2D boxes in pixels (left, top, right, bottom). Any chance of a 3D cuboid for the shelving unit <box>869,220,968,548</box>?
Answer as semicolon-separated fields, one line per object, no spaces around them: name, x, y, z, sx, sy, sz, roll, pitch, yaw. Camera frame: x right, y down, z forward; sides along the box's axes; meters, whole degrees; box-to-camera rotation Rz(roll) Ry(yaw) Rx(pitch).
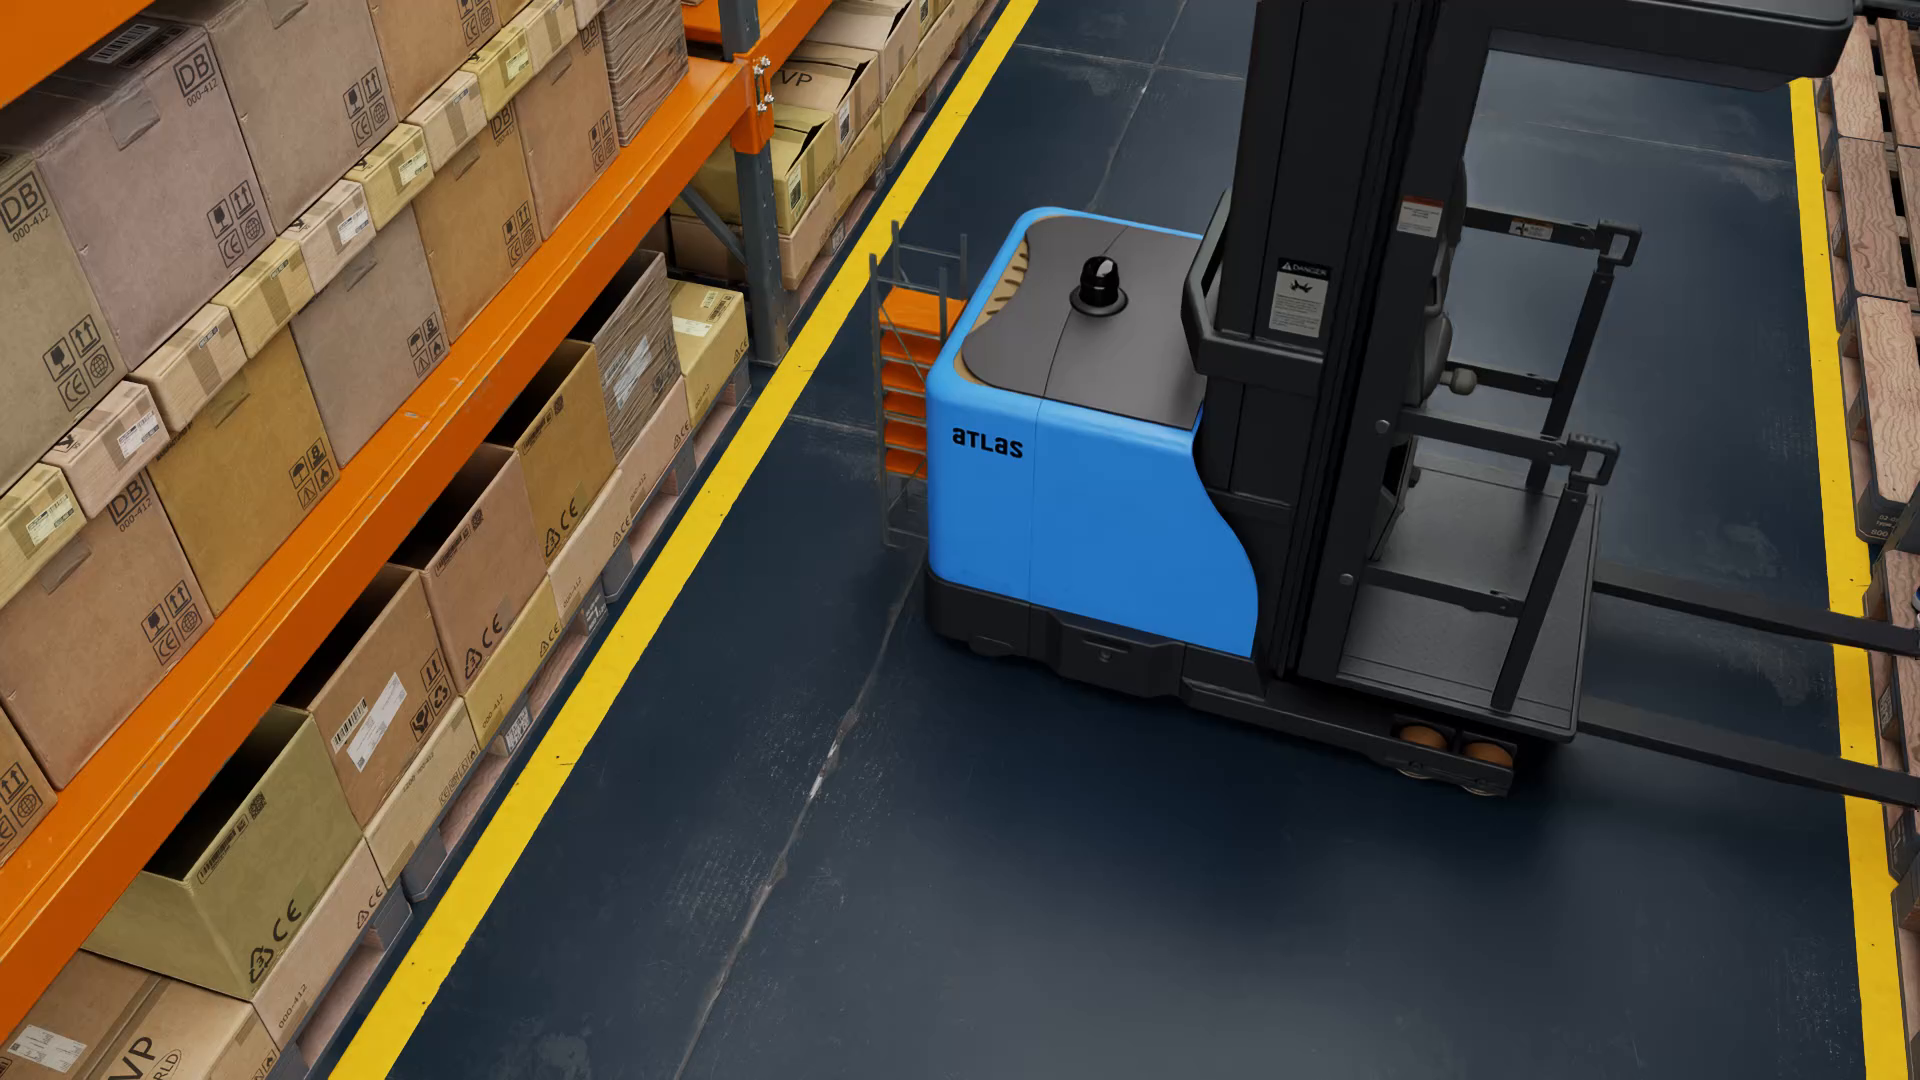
shelving unit;-0.122;-0.448;5.349;0.258;1.200;0.189;14;46;14

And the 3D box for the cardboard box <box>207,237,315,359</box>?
cardboard box;-1.662;-0.559;3.641;0.380;0.149;0.250;12;46;12

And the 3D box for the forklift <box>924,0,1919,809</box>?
forklift;1.460;-0.706;4.375;3.031;2.935;1.130;14;46;14

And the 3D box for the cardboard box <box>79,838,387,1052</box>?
cardboard box;-1.852;0.972;4.278;0.500;0.250;0.500;13;46;13

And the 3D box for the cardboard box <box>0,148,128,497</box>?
cardboard box;-2.051;-0.411;3.027;0.700;0.500;0.500;11;46;11

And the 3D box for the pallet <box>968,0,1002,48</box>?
pallet;-0.238;-3.012;8.677;1.003;0.211;1.213;13;46;13

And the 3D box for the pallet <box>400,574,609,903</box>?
pallet;-1.812;0.451;5.138;1.003;0.211;1.213;13;46;13

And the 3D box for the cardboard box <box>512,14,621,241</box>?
cardboard box;-1.445;-1.268;4.830;0.700;0.500;0.500;12;46;12

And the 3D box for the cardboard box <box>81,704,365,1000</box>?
cardboard box;-1.851;0.704;4.015;0.500;0.500;0.500;13;46;13

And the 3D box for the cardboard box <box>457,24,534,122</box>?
cardboard box;-1.351;-1.246;4.343;0.380;0.149;0.250;12;46;12

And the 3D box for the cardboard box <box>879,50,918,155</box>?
cardboard box;-0.495;-1.953;7.266;0.500;0.250;0.500;11;45;11

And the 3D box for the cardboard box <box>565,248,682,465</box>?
cardboard box;-1.258;-0.632;5.381;0.500;0.500;0.500;13;46;13

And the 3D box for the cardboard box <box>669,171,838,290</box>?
cardboard box;-0.805;-1.266;6.565;0.500;0.250;0.500;12;46;12

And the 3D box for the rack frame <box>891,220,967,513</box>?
rack frame;-0.091;-0.508;5.411;0.240;1.200;0.006;14;46;14

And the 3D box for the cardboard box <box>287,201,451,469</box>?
cardboard box;-1.755;-0.593;4.140;0.700;0.500;0.500;14;46;14

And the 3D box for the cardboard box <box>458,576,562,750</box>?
cardboard box;-1.544;0.306;4.958;0.500;0.250;0.500;13;46;13

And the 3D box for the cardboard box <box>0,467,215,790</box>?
cardboard box;-2.067;0.088;3.444;0.700;0.500;0.500;14;46;14

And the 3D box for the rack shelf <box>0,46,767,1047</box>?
rack shelf;-1.769;-0.292;4.418;1.077;0.370;4.000;13;46;13

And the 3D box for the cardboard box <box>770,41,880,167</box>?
cardboard box;-0.644;-1.806;6.715;0.500;0.311;0.500;12;46;12

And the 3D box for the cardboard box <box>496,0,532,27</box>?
cardboard box;-1.443;-1.748;4.392;0.700;0.500;0.500;12;46;12

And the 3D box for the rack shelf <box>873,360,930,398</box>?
rack shelf;-0.122;-0.502;5.297;0.258;0.103;0.180;14;46;14

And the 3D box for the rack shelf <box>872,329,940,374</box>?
rack shelf;-0.122;-0.588;5.213;0.258;0.103;0.180;14;46;14

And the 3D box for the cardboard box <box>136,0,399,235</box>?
cardboard box;-1.747;-1.081;3.711;0.700;0.500;0.500;13;46;13

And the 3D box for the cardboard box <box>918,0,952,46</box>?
cardboard box;-0.336;-2.498;7.423;0.500;0.311;0.500;14;46;14

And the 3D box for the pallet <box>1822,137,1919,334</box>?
pallet;4.125;-1.182;6.807;1.003;0.211;1.213;13;46;13

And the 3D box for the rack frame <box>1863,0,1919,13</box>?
rack frame;4.768;-3.497;7.179;1.000;3.000;0.127;13;46;13

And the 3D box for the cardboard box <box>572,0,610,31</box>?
cardboard box;-1.195;-1.584;4.689;0.380;0.149;0.250;11;46;11

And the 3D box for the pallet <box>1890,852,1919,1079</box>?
pallet;2.946;1.420;4.148;1.003;0.211;1.213;13;46;13

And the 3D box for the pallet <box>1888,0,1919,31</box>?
pallet;4.967;-3.035;8.701;1.003;0.211;1.213;13;46;13

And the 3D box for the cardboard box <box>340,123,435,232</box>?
cardboard box;-1.505;-0.900;3.990;0.380;0.149;0.250;14;46;14

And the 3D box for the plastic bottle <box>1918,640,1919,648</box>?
plastic bottle;2.981;0.267;5.019;0.097;0.201;0.097;0;44;0

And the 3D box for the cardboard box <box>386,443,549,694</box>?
cardboard box;-1.543;0.039;4.695;0.500;0.500;0.500;13;46;13

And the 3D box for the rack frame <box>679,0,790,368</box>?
rack frame;-1.163;-1.883;5.529;1.000;3.000;0.127;13;46;13

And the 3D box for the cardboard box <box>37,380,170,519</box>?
cardboard box;-1.818;-0.210;3.285;0.380;0.149;0.250;12;46;12

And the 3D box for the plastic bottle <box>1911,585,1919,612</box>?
plastic bottle;3.042;0.106;5.133;0.097;0.271;0.097;0;44;0

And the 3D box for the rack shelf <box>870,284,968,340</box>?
rack shelf;-0.123;-0.674;5.129;0.258;0.103;0.180;14;46;14

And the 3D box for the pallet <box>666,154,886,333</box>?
pallet;-0.977;-1.385;7.015;1.003;0.211;1.213;13;46;13

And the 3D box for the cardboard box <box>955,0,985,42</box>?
cardboard box;-0.187;-2.635;7.964;0.500;0.250;0.500;14;46;13

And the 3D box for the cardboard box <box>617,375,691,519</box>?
cardboard box;-1.256;-0.363;5.642;0.500;0.250;0.500;13;46;13
